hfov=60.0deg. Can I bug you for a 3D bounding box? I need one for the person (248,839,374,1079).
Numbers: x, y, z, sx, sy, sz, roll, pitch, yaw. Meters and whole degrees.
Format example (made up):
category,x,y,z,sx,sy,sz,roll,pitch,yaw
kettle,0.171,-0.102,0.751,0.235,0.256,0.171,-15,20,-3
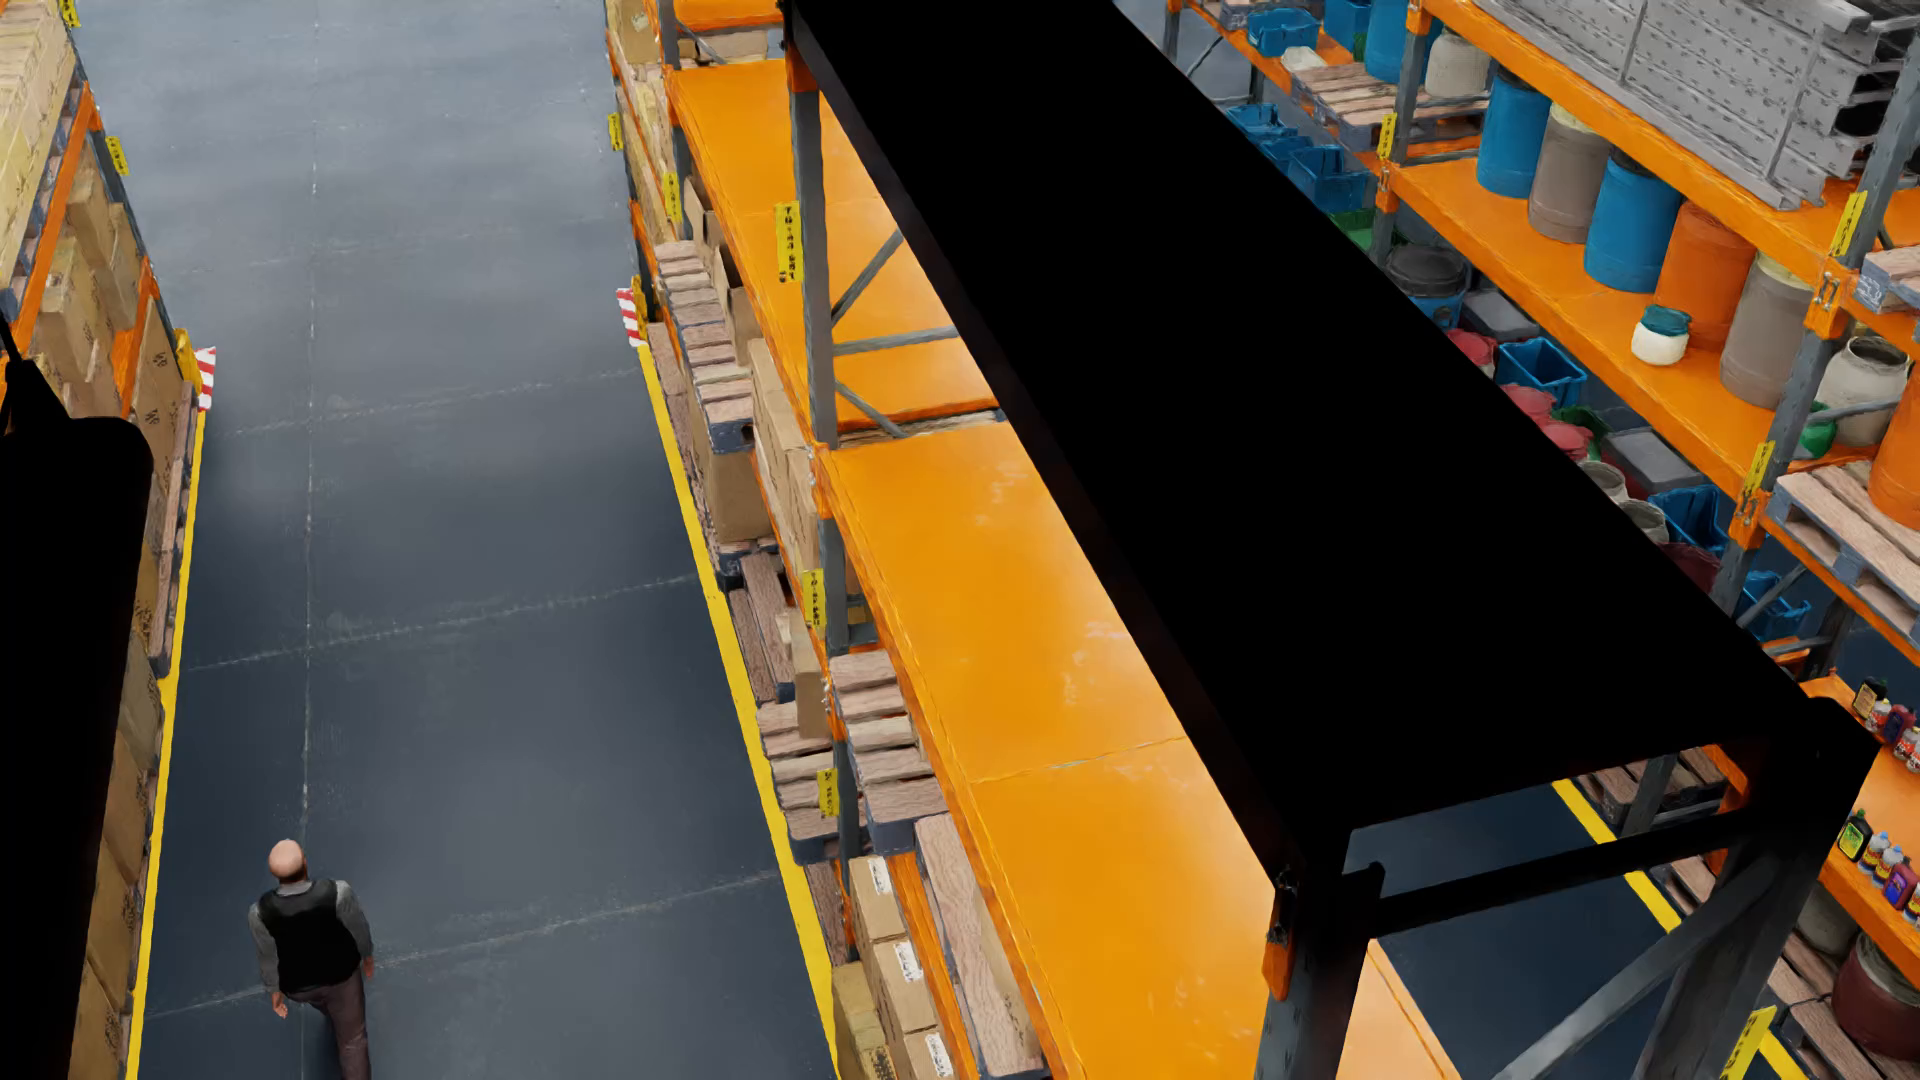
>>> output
category,x,y,z,sx,sy,sz,roll,pitch,yaw
person,-3.333,2.198,8.709,0.543,1.648,1.115,-9,39,-11
